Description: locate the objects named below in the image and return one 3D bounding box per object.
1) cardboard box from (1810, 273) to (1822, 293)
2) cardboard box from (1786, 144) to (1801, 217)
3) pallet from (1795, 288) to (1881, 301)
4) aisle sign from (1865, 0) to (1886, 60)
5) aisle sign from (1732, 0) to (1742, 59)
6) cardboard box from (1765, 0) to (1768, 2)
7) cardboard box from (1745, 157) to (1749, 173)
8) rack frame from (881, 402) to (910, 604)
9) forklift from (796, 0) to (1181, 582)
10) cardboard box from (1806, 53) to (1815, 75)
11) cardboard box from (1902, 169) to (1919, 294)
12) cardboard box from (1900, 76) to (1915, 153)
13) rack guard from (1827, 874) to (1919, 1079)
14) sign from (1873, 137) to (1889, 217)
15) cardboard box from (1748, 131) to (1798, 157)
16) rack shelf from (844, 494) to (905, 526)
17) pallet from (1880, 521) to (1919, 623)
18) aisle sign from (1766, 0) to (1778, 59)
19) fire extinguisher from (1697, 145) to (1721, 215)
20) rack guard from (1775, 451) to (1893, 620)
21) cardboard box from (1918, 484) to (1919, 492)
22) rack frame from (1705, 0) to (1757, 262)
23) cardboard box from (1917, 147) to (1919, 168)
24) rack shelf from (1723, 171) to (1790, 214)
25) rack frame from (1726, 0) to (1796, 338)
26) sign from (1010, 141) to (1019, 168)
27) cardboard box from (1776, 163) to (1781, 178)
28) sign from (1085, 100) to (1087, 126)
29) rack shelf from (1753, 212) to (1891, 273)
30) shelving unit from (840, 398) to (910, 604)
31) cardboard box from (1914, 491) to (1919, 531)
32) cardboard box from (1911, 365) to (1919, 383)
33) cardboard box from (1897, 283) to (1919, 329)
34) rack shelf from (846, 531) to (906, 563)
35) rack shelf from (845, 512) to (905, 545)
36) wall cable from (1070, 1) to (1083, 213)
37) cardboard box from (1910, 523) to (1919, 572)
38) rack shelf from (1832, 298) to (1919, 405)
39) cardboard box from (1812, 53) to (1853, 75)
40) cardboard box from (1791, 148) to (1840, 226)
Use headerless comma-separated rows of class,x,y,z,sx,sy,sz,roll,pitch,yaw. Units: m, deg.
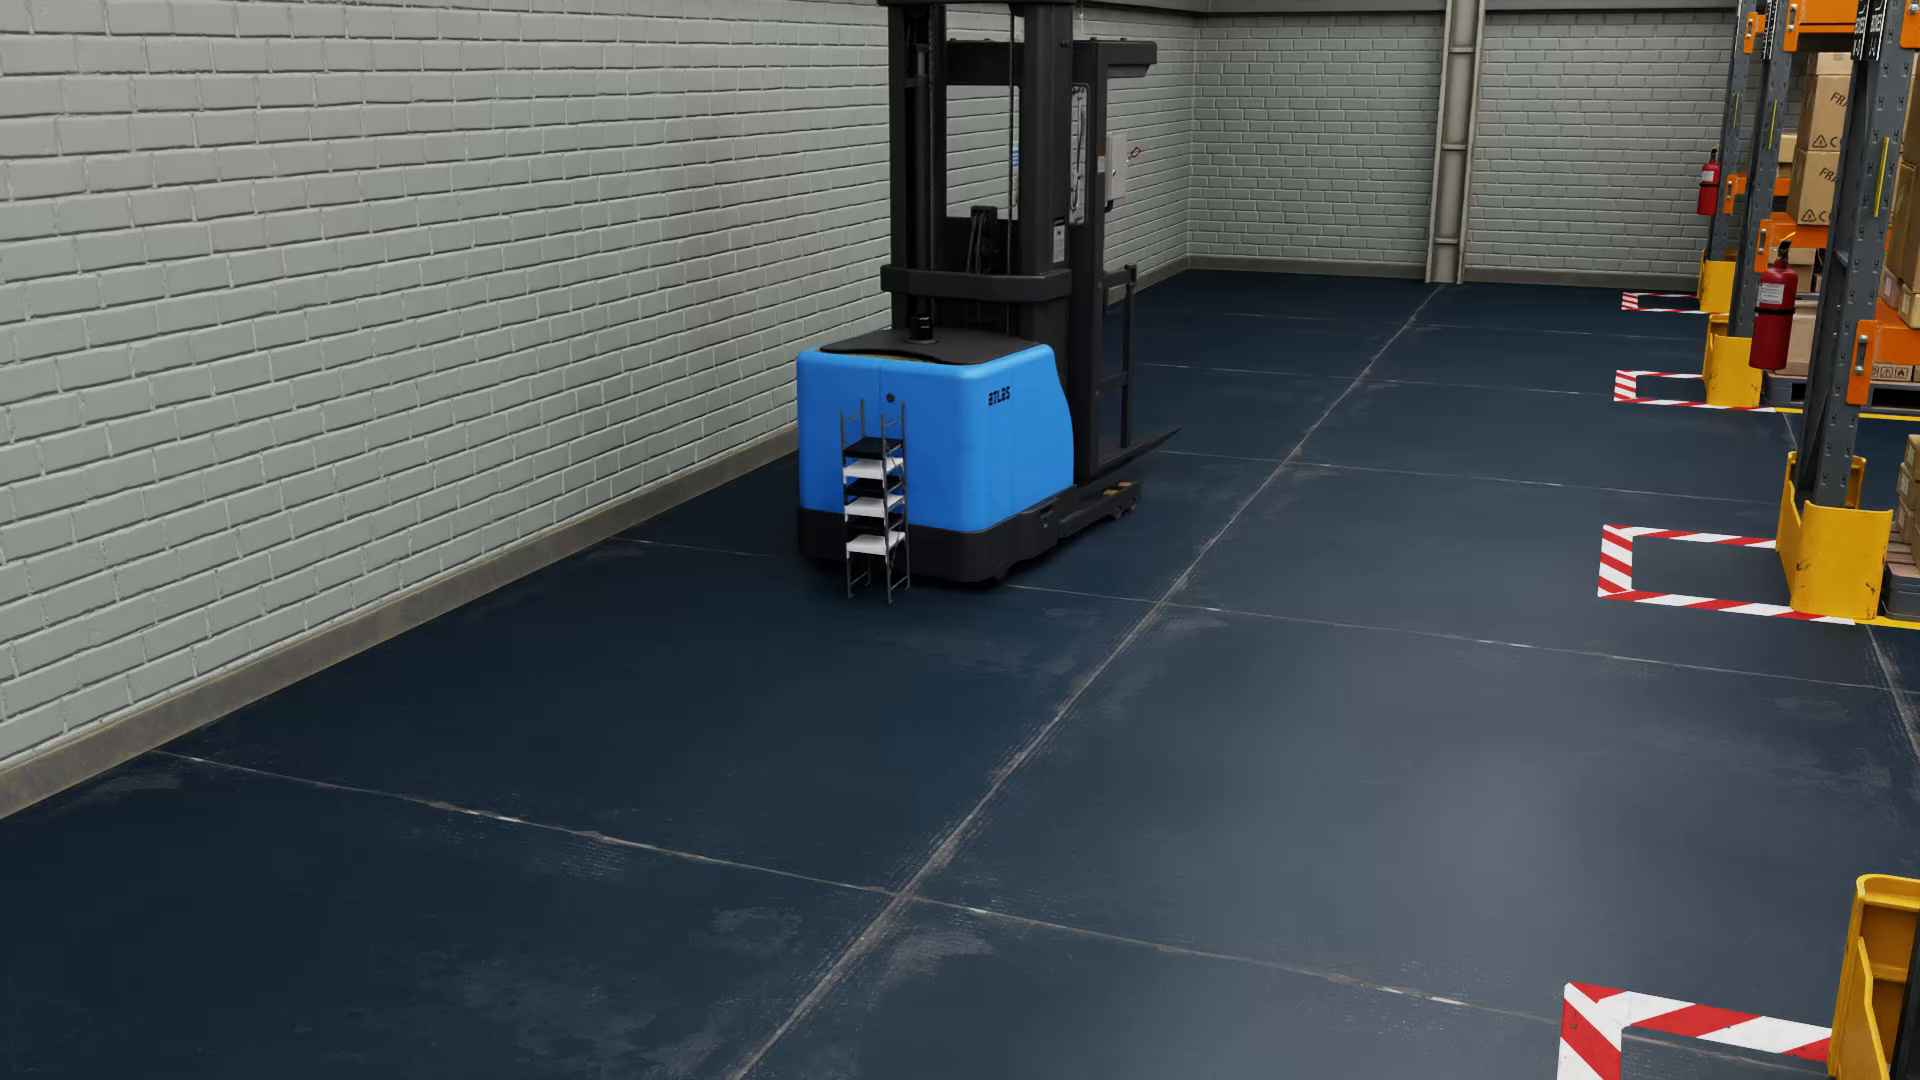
cardboard box,8.533,-2.527,16.358,0.250,0.149,0.380,6,17,18
cardboard box,6.346,-2.615,12.121,0.500,0.500,0.500,6,17,21
pallet,8.431,-2.407,16.586,1.213,0.211,1.003,6,17,21
aisle sign,3.900,-2.431,7.006,0.004,0.787,0.394,6,17,21
aisle sign,7.447,-5.014,15.903,0.004,0.787,0.394,6,17,21
cardboard box,8.131,-5.372,16.152,0.500,0.250,0.500,6,17,20
cardboard box,8.025,-3.750,16.662,0.250,0.149,0.380,6,17,20
rack frame,-0.293,-0.168,7.615,0.006,0.900,0.240,6,20,21
forklift,0.350,-1.572,8.830,1.130,2.935,3.031,9,18,27
cardboard box,6.207,-3.402,11.877,0.250,0.149,0.380,7,17,21
cardboard box,4.394,-1.327,7.150,0.500,0.500,0.500,7,18,23
cardboard box,6.625,-2.902,11.315,0.500,0.500,0.500,6,17,19
rack guard,2.142,1.221,3.572,0.348,0.500,1.175,6,17,21
sign,3.879,-1.528,7.005,0.005,0.325,0.100,6,17,21
cardboard box,8.143,-3.928,16.558,0.500,0.250,0.500,7,18,22
rack shelf,-0.386,-0.147,7.663,0.200,0.077,0.258,6,20,21
pallet,4.891,0.186,7.655,1.213,0.211,1.003,6,17,21
aisle sign,5.627,-3.728,11.472,0.004,0.787,0.394,6,17,21
fire extinguisher,7.311,-3.514,16.206,0.183,0.674,0.296,6,17,21
rack guard,4.149,-0.045,7.932,0.348,0.500,1.175,6,17,21
cardboard box,4.441,-0.230,7.378,0.250,0.149,0.380,5,17,18
rack frame,7.618,-3.835,16.504,0.127,3.000,1.000,6,17,21
cardboard box,4.398,-1.810,7.020,0.500,0.500,0.500,6,17,20
rack shelf,9.478,-3.285,15.899,4.000,0.370,1.077,6,17,21
rack frame,5.800,-2.547,12.068,0.127,3.000,1.000,6,17,21
sign,0.471,-3.242,13.975,0.001,0.218,0.327,6,17,21
cardboard box,7.823,-3.610,16.178,0.250,0.149,0.380,6,17,20
sign,1.240,-4.052,15.768,0.001,0.242,0.339,6,17,21
rack shelf,7.661,-1.997,11.464,4.000,0.370,1.077,6,17,21
shelving unit,-0.387,-0.179,7.652,0.210,0.900,0.258,6,20,21
cardboard box,4.471,-0.109,7.494,0.250,0.149,0.380,7,18,23
cardboard box,7.305,-1.386,11.909,0.875,0.438,0.875,7,18,22
cardboard box,4.259,-1.014,7.238,0.250,0.149,0.380,6,17,20
rack shelf,-0.383,0.023,7.720,0.200,0.077,0.258,6,20,21
rack shelf,-0.385,-0.062,7.691,0.200,0.077,0.258,6,20,21
wall cable,1.056,-3.975,15.164,0.122,1.984,0.588,6,17,21
cardboard box,4.448,0.051,7.479,0.250,0.149,0.380,7,17,22
rack shelf,5.938,-0.703,7.006,4.000,0.370,1.077,6,17,21
cardboard box,6.029,-3.279,11.452,0.250,0.149,0.380,7,17,22
cardboard box,6.141,-2.472,11.629,0.500,0.500,0.500,6,17,20
